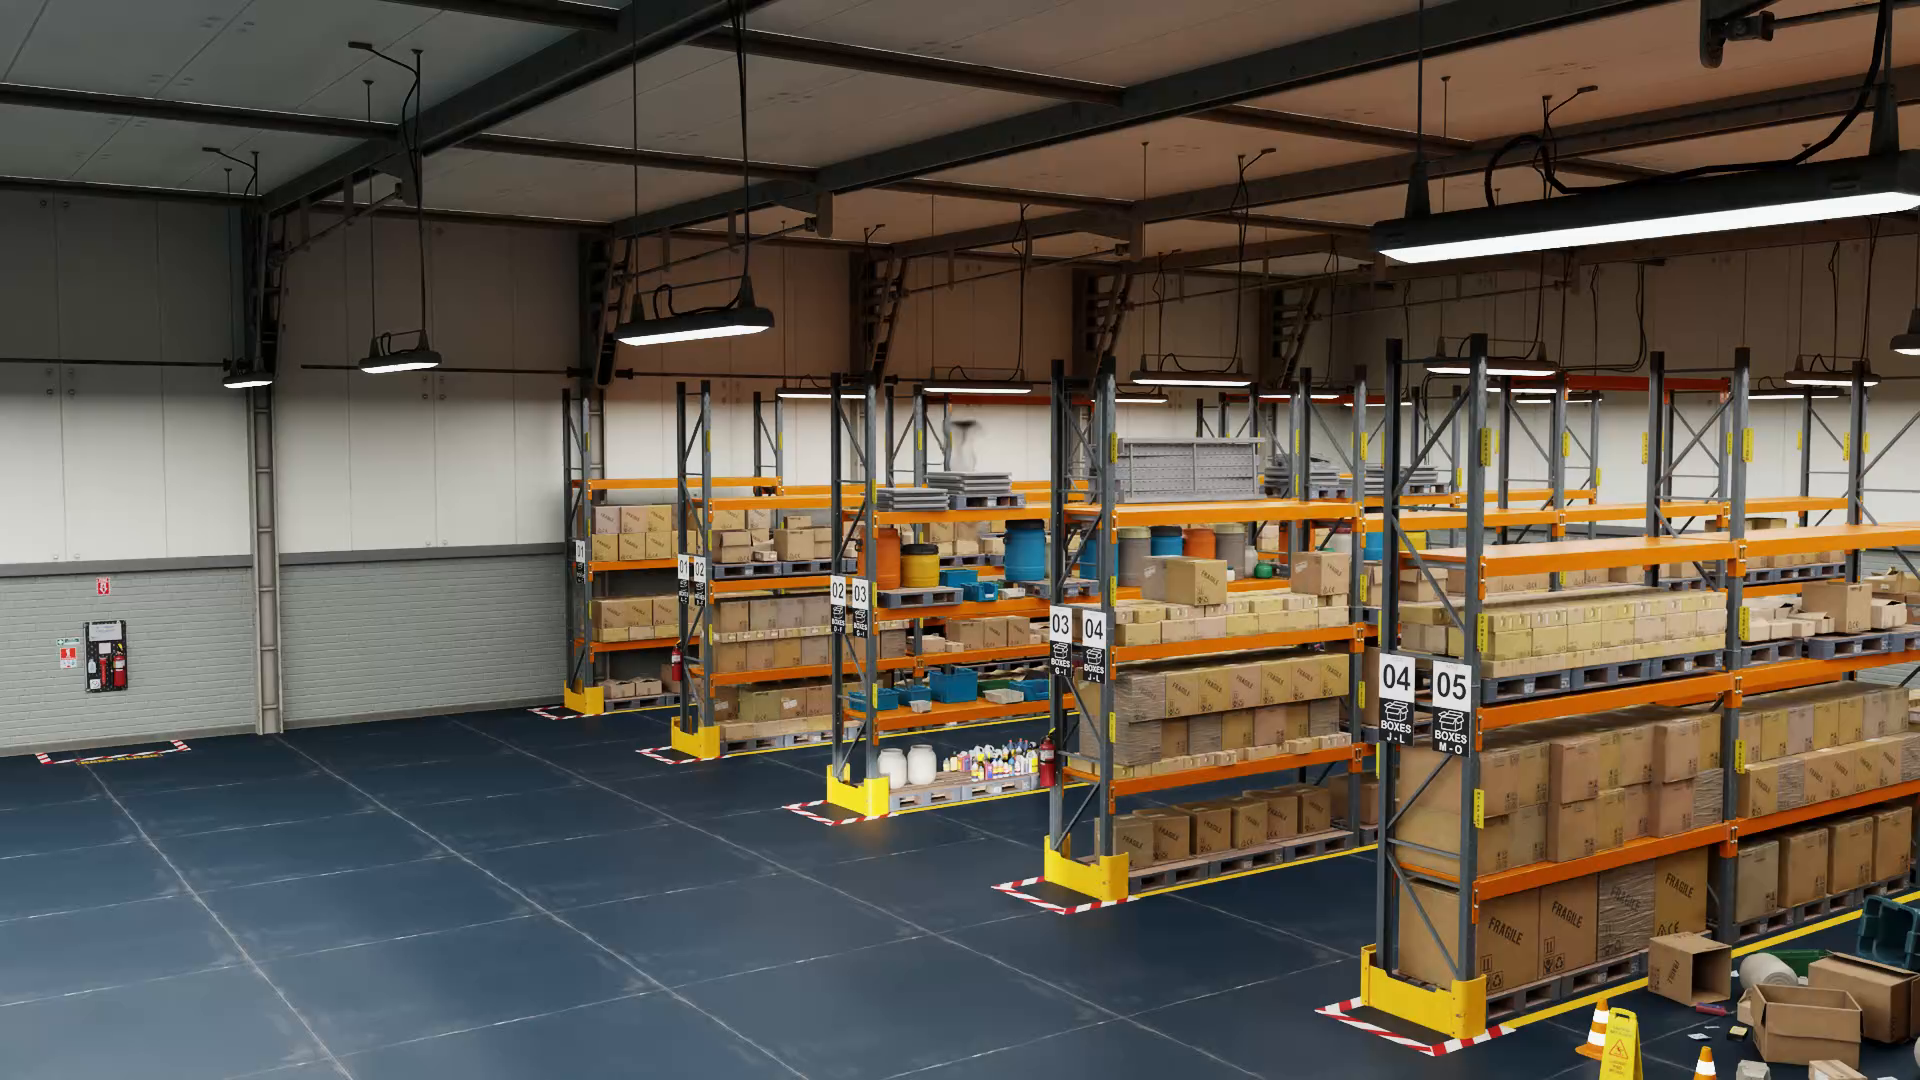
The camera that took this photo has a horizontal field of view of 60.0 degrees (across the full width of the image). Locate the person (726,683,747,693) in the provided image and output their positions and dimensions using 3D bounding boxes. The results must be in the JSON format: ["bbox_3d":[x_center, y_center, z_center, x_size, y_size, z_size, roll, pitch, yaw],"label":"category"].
[{"bbox_3d":[-3.872,2.497,29.175,0.700,1.633,0.519,-2,4,-32],"label":"person"}]
